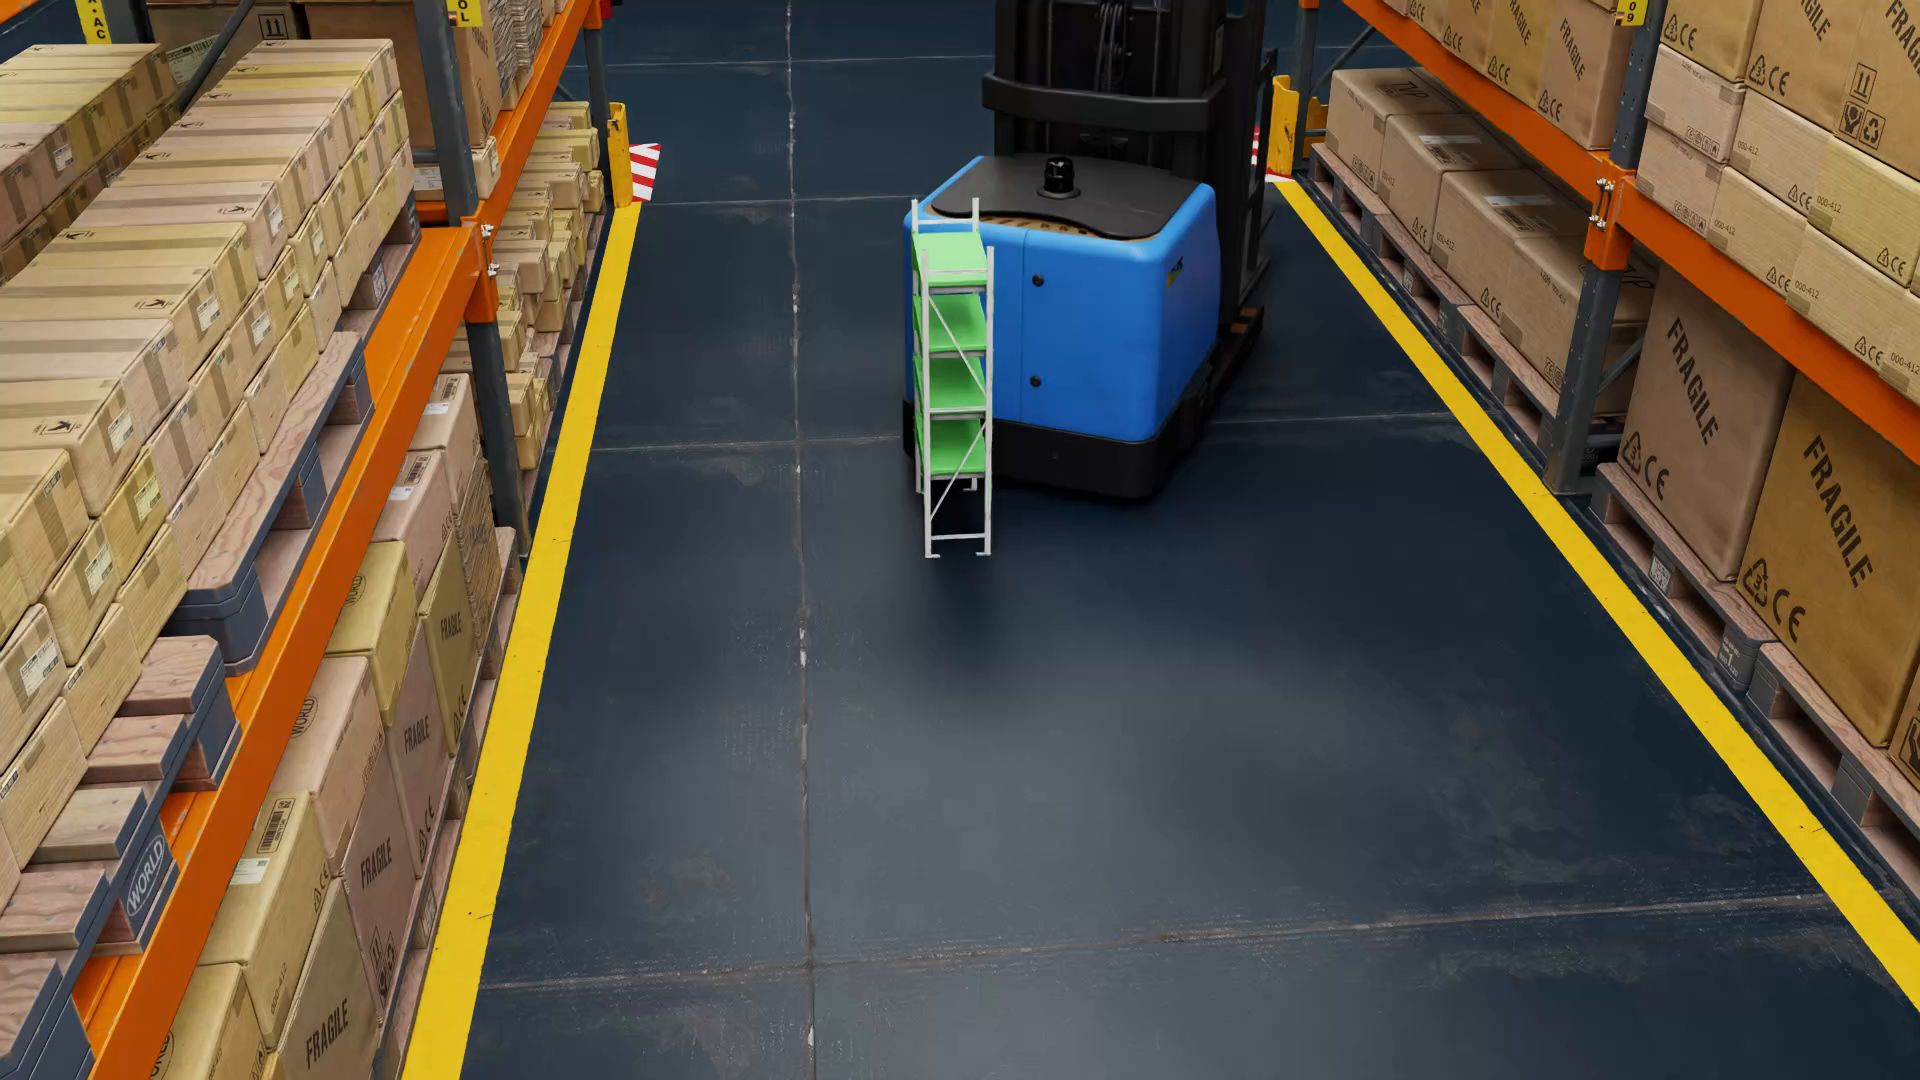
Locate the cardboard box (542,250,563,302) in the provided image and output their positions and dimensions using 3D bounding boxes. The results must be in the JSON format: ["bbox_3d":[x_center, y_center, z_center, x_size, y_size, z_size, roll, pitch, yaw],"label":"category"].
[{"bbox_3d":[-1.968,-1.164,7.355,0.380,0.149,0.250,-3,31,-5],"label":"cardboard box"}]

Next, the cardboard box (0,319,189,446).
[{"bbox_3d":[-1.670,-0.288,3.062,0.380,0.149,0.250,-1,31,-2],"label":"cardboard box"}]

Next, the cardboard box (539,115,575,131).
[{"bbox_3d":[-2.201,-2.086,8.607,0.380,0.149,0.250,-2,31,-4],"label":"cardboard box"}]

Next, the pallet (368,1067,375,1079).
[{"bbox_3d":[-1.794,1.619,3.333,1.003,0.211,1.213,-3,31,-5],"label":"pallet"}]

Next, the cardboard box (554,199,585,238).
[{"bbox_3d":[-2.024,-1.562,8.021,0.380,0.149,0.250,-2,31,-4],"label":"cardboard box"}]

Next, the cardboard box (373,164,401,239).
[{"bbox_3d":[-1.836,-0.967,4.780,0.380,0.149,0.250,-3,31,-4],"label":"cardboard box"}]

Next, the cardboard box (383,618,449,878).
[{"bbox_3d":[-1.685,0.562,4.413,0.500,0.500,0.500,-3,31,-6],"label":"cardboard box"}]

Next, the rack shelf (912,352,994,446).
[{"bbox_3d":[-0.031,-0.526,6.085,0.258,0.148,0.480,-3,31,-5],"label":"rack shelf"}]

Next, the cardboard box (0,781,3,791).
[{"bbox_3d":[-1.567,0.365,2.259,0.380,0.149,0.250,-1,31,-2],"label":"cardboard box"}]

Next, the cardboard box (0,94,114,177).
[{"bbox_3d":[-2.463,-1.053,4.342,0.380,0.149,0.250,-2,31,-4],"label":"cardboard box"}]

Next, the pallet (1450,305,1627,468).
[{"bbox_3d":[2.830,-0.705,7.224,1.003,0.211,1.213,-3,31,-5],"label":"pallet"}]

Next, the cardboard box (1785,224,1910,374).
[{"bbox_3d":[2.683,-0.681,4.612,0.500,0.250,0.500,-3,31,-5],"label":"cardboard box"}]

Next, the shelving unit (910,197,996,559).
[{"bbox_3d":[-0.031,-0.581,6.052,0.258,1.200,0.503,-3,31,-5],"label":"shelving unit"}]

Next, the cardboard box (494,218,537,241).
[{"bbox_3d":[-2.058,-1.290,7.275,0.380,0.149,0.250,-4,31,-7],"label":"cardboard box"}]

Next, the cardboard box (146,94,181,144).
[{"bbox_3d":[-2.517,-1.198,4.876,0.380,0.149,0.250,-2,31,-4],"label":"cardboard box"}]

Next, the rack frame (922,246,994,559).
[{"bbox_3d":[-0.008,-0.456,5.843,0.240,1.200,0.015,-3,31,-5],"label":"rack frame"}]

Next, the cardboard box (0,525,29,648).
[{"bbox_3d":[-1.600,0.111,2.394,0.380,0.149,0.250,-4,31,-6],"label":"cardboard box"}]

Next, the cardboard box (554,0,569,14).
[{"bbox_3d":[-2.086,-2.617,7.951,0.380,0.149,0.250,-2,31,-3],"label":"cardboard box"}]

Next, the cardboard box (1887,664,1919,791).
[{"bbox_3d":[3.136,0.452,4.230,0.875,0.875,0.875,-2,31,-4],"label":"cardboard box"}]

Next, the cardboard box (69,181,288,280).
[{"bbox_3d":[-1.743,-0.688,3.732,0.380,0.149,0.250,-4,31,-7],"label":"cardboard box"}]

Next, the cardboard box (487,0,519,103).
[{"bbox_3d":[-1.944,-1.909,6.133,0.500,0.500,0.500,-3,31,-5],"label":"cardboard box"}]

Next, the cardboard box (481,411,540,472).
[{"bbox_3d":[-1.810,-0.379,6.329,0.380,0.149,0.250,-4,31,-7],"label":"cardboard box"}]

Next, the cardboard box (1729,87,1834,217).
[{"bbox_3d":[2.660,-1.157,4.920,0.500,0.250,0.500,-2,31,-4],"label":"cardboard box"}]

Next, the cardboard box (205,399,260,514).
[{"bbox_3d":[-1.689,-0.166,3.438,0.380,0.149,0.250,-2,31,-4],"label":"cardboard box"}]

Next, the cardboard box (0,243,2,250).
[{"bbox_3d":[-2.395,-0.666,3.694,0.380,0.149,0.250,-2,31,-3],"label":"cardboard box"}]

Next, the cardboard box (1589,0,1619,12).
[{"bbox_3d":[2.504,-2.210,5.952,0.500,0.500,0.500,-3,31,-5],"label":"cardboard box"}]

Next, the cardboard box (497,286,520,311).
[{"bbox_3d":[-1.961,-0.889,6.603,0.380,0.149,0.250,-3,31,-5],"label":"cardboard box"}]

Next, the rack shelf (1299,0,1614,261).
[{"bbox_3d":[2.636,-2.222,7.746,1.077,0.370,4.000,-3,31,-5],"label":"rack shelf"}]

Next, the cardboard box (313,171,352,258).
[{"bbox_3d":[-1.786,-0.827,4.254,0.380,0.149,0.250,-4,31,-6],"label":"cardboard box"}]

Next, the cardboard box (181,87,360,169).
[{"bbox_3d":[-1.816,-1.084,4.395,0.380,0.149,0.250,-4,31,-6],"label":"cardboard box"}]

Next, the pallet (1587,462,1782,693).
[{"bbox_3d":[2.970,0.078,5.914,1.003,0.211,1.213,-3,31,-5],"label":"pallet"}]

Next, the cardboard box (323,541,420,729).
[{"bbox_3d":[-1.676,0.250,4.202,0.500,0.250,0.500,-4,31,-7],"label":"cardboard box"}]

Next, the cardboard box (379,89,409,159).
[{"bbox_3d":[-1.862,-1.227,4.925,0.380,0.149,0.250,-2,31,-3],"label":"cardboard box"}]

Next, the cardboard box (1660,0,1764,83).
[{"bbox_3d":[2.578,-1.743,5.171,0.500,0.500,0.500,-2,31,-4],"label":"cardboard box"}]

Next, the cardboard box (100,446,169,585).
[{"bbox_3d":[-1.647,-0.039,2.935,0.380,0.149,0.250,-3,31,-4],"label":"cardboard box"}]

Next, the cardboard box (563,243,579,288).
[{"bbox_3d":[-2.021,-1.302,7.875,0.380,0.149,0.250,-2,31,-4],"label":"cardboard box"}]

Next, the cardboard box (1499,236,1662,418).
[{"bbox_3d":[2.871,-0.916,6.947,0.875,0.438,0.875,-3,31,-5],"label":"cardboard box"}]

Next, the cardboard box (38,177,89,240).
[{"bbox_3d":[-2.441,-0.801,4.212,0.380,0.149,0.250,-4,31,-7],"label":"cardboard box"}]

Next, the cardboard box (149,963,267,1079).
[{"bbox_3d":[-1.545,1.029,2.900,0.500,0.250,0.500,-4,31,-7],"label":"cardboard box"}]

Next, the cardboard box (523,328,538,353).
[{"bbox_3d":[-1.983,-0.766,6.978,0.380,0.149,0.250,-3,31,-6],"label":"cardboard box"}]

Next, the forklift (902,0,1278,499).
[{"bbox_3d":[0.782,-2.159,7.007,1.130,2.935,3.031,11,33,18],"label":"forklift"}]

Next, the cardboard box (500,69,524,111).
[{"bbox_3d":[-1.950,-1.806,6.594,0.380,0.149,0.250,-2,31,-4],"label":"cardboard box"}]

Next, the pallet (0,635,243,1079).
[{"bbox_3d":[-1.895,0.545,2.600,1.213,0.211,1.003,-3,31,-5],"label":"pallet"}]

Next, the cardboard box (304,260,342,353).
[{"bbox_3d":[-1.760,-0.570,4.115,0.380,0.149,0.250,-4,31,-7],"label":"cardboard box"}]

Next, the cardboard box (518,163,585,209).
[{"bbox_3d":[-2.009,-1.690,7.944,0.380,0.149,0.250,-2,31,-3],"label":"cardboard box"}]

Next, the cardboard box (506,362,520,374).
[{"bbox_3d":[-1.924,-0.630,6.461,0.380,0.149,0.250,-3,31,-4],"label":"cardboard box"}]

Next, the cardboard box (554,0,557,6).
[{"bbox_3d":[-2.071,-2.695,7.449,0.500,0.500,0.500,-3,31,-4],"label":"cardboard box"}]

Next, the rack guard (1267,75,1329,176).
[{"bbox_3d":[2.447,-2.491,9.933,1.175,0.500,0.348,-3,31,-5],"label":"rack guard"}]

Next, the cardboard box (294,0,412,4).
[{"bbox_3d":[-1.895,-2.063,5.416,0.500,0.500,0.500,-2,31,-3],"label":"cardboard box"}]

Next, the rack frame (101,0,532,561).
[{"bbox_3d":[-2.096,-1.221,5.369,1.000,3.000,0.127,-3,31,-5],"label":"rack frame"}]

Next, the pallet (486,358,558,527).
[{"bbox_3d":[-2.194,-0.365,6.655,1.003,0.211,1.213,-3,31,-5],"label":"pallet"}]

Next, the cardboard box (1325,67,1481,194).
[{"bbox_3d":[2.611,-2.300,9.265,0.875,0.438,0.875,-4,31,-6],"label":"cardboard box"}]

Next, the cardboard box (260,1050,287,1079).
[{"bbox_3d":[-1.534,1.341,3.108,0.500,0.500,0.500,-4,31,-7],"label":"cardboard box"}]

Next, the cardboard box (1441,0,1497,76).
[{"bbox_3d":[2.410,-2.296,7.071,0.500,0.500,0.500,-3,31,-5],"label":"cardboard box"}]

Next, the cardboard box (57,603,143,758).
[{"bbox_3d":[-1.613,0.236,2.765,0.380,0.149,0.250,-1,31,-2],"label":"cardboard box"}]

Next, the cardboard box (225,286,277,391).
[{"bbox_3d":[-1.718,-0.430,3.591,0.380,0.149,0.250,-2,31,-3],"label":"cardboard box"}]

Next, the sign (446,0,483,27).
[{"bbox_3d":[-1.543,-1.746,5.120,0.100,0.325,0.005,-3,31,-5],"label":"sign"}]
